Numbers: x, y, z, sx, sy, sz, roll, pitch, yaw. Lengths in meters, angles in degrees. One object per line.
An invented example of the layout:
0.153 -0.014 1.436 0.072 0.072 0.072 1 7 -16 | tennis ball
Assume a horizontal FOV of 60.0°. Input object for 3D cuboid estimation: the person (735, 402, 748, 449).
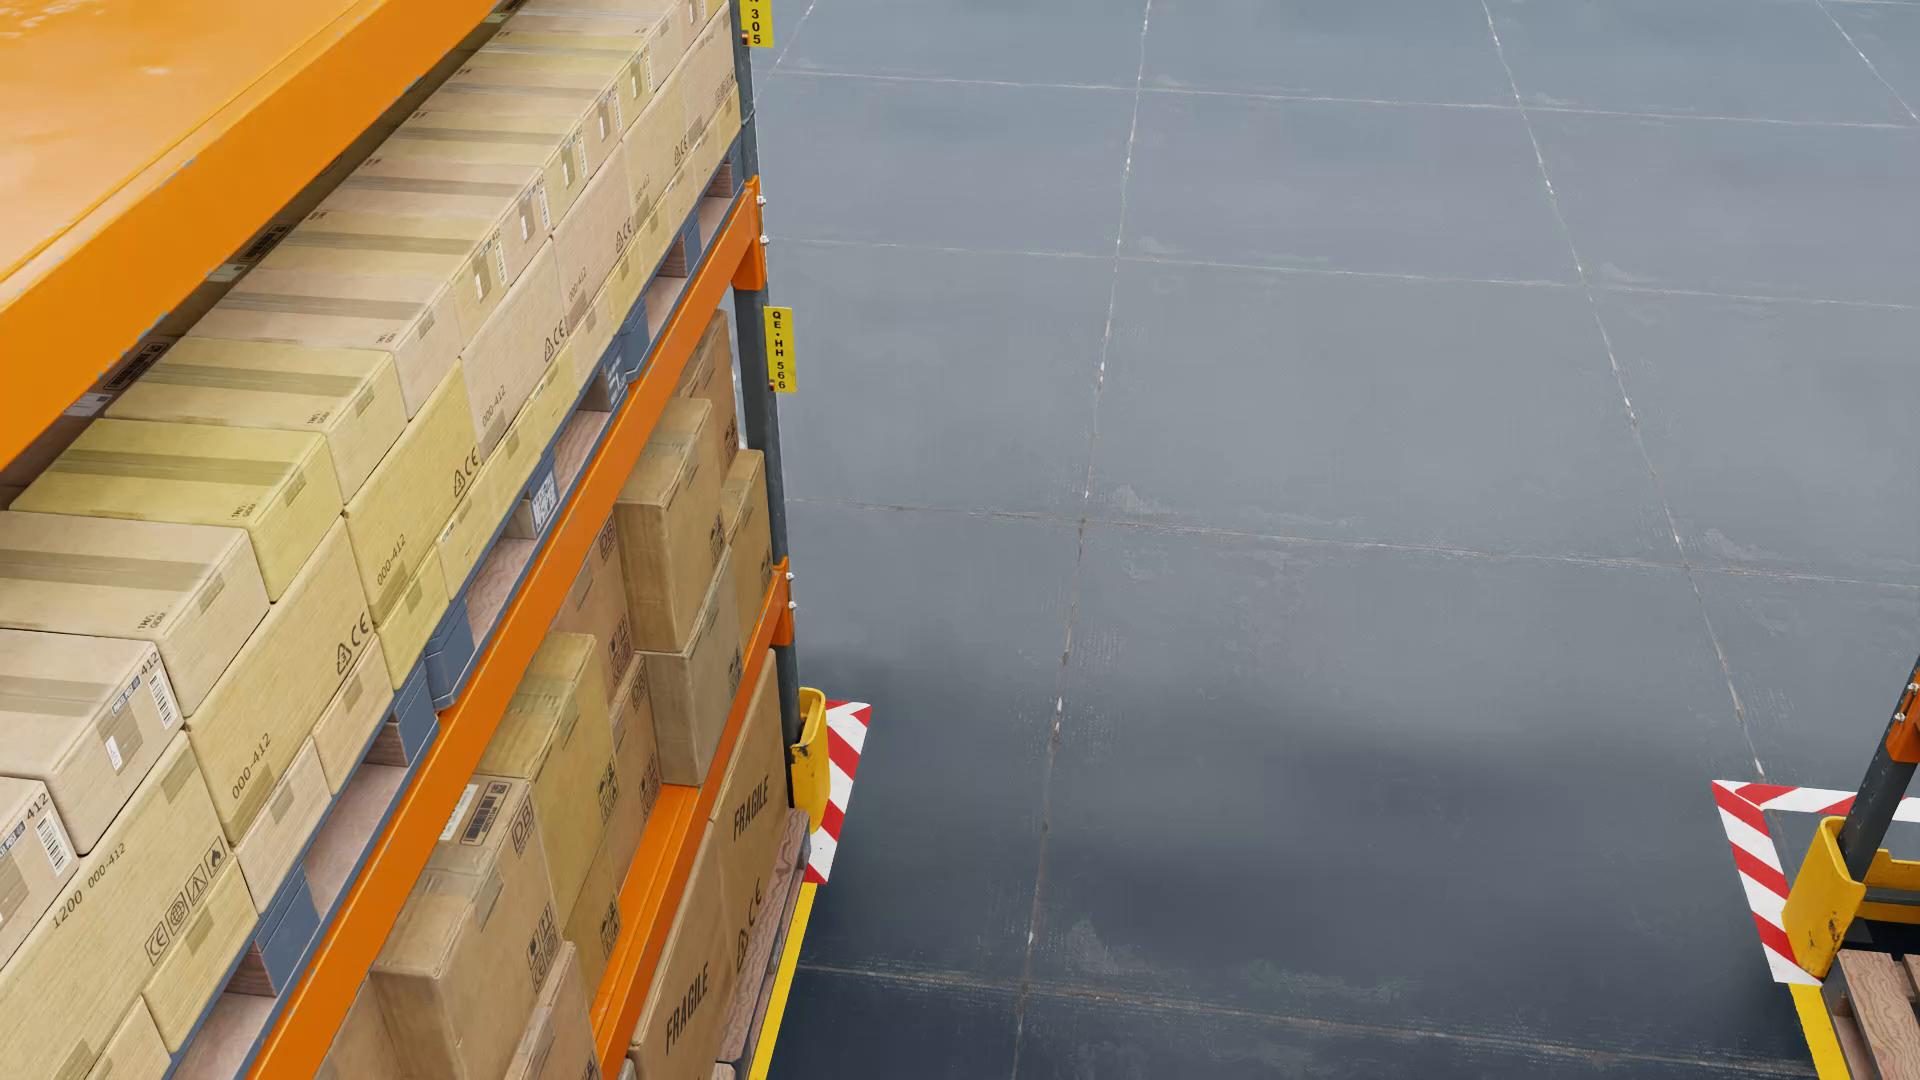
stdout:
-1.120 -0.183 7.322 0.428 1.635 0.496 5 37 7 | person
